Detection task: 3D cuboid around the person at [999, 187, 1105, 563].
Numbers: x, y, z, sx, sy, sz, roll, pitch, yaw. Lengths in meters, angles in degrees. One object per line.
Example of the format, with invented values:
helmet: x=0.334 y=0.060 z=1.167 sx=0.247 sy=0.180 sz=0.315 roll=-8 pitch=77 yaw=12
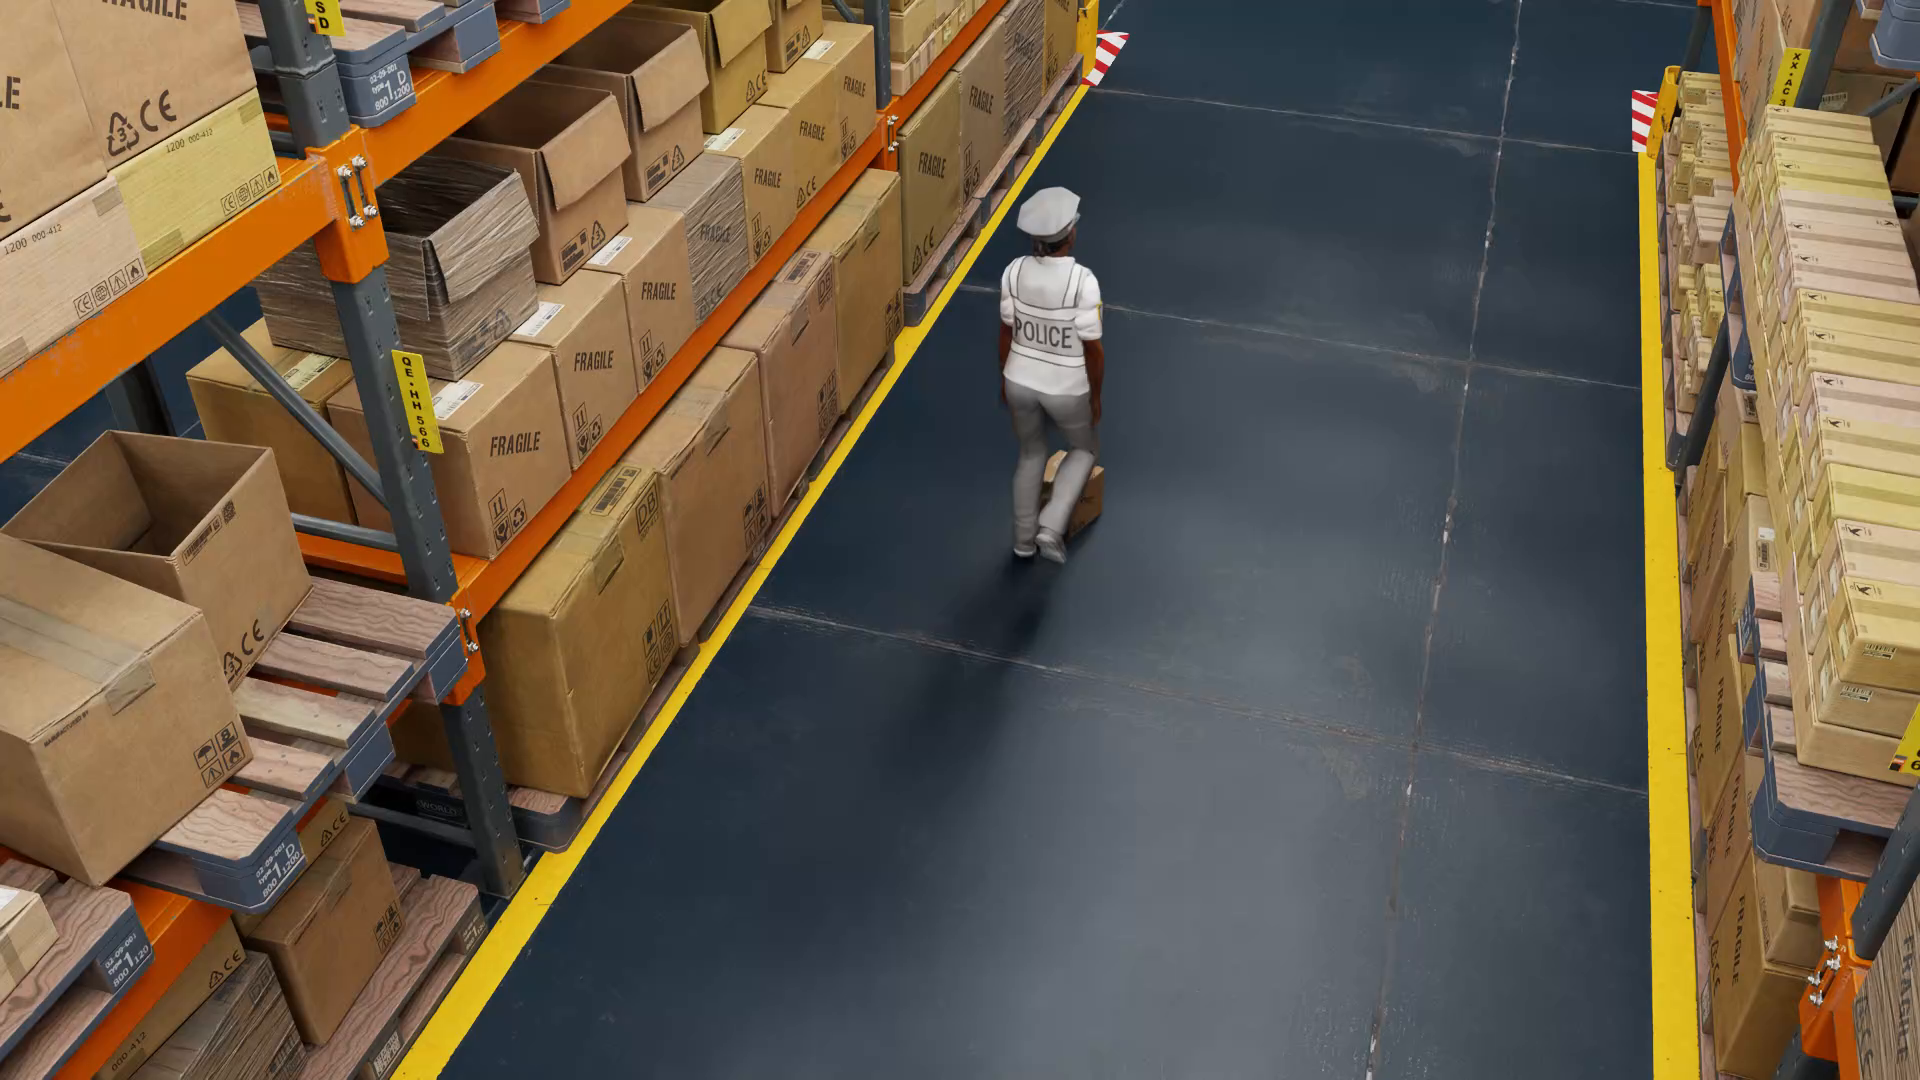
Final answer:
person: x=0.359 y=-0.622 z=6.920 sx=0.480 sy=1.680 sz=0.490 roll=16 pitch=40 yaw=19
